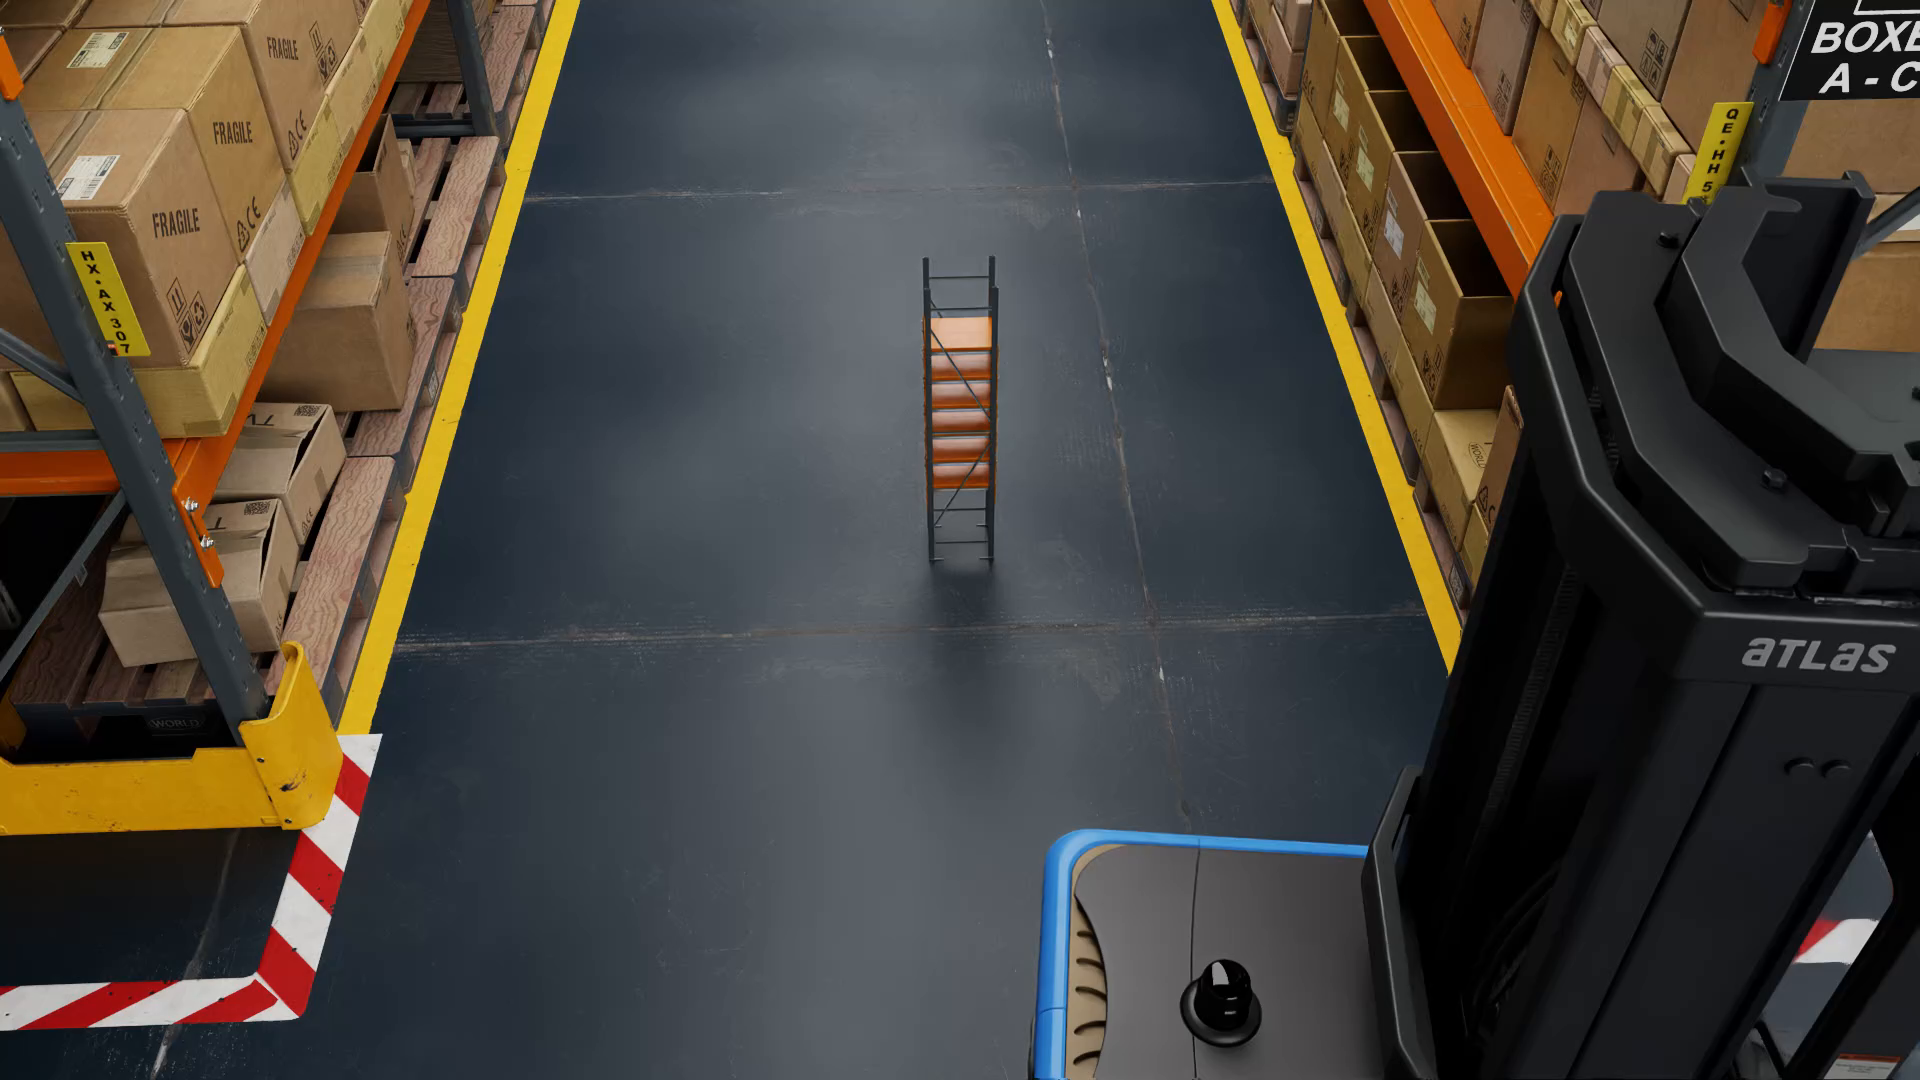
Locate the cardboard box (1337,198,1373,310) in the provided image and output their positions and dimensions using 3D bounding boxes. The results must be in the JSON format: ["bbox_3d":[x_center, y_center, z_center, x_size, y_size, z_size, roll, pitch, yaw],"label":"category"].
[{"bbox_3d":[1.926,-1.232,7.099,0.500,0.250,0.500,-2,43,-2],"label":"cardboard box"}]

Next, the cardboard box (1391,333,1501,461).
[{"bbox_3d":[1.972,-0.558,6.362,0.500,0.250,0.500,-2,43,-2],"label":"cardboard box"}]

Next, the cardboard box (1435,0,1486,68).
[{"bbox_3d":[2.248,-2.131,6.281,0.700,0.500,0.500,-1,43,-1],"label":"cardboard box"}]

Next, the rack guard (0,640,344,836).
[{"bbox_3d":[-2.606,0.627,5.196,1.175,0.500,0.348,-2,43,-2],"label":"rack guard"}]

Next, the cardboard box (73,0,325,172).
[{"bbox_3d":[-2.349,-1.486,5.192,0.500,0.500,0.500,-3,43,-3],"label":"cardboard box"}]

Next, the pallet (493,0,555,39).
[{"bbox_3d":[-2.862,-3.267,9.658,1.003,0.211,1.213,-2,43,-2],"label":"pallet"}]

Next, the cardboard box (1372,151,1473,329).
[{"bbox_3d":[1.949,-1.171,6.477,0.500,0.500,0.500,-2,43,-2],"label":"cardboard box"}]

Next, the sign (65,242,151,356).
[{"bbox_3d":[-2.060,-0.578,4.020,0.100,0.325,0.005,-2,43,-2],"label":"sign"}]

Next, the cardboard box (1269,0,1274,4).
[{"bbox_3d":[1.845,-3.053,8.670,0.500,0.311,0.500,-1,43,-1],"label":"cardboard box"}]

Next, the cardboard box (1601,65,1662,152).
[{"bbox_3d":[2.116,-1.266,4.857,0.380,0.149,0.250,-2,43,-2],"label":"cardboard box"}]

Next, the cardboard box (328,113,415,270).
[{"bbox_3d":[-2.688,-1.485,7.174,0.500,0.500,0.500,-5,43,-5],"label":"cardboard box"}]

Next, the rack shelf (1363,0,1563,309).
[{"bbox_3d":[2.262,-1.473,6.170,1.077,0.370,4.000,-2,43,-2],"label":"rack shelf"}]

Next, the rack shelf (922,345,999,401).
[{"bbox_3d":[0.001,-0.577,5.702,0.258,0.103,0.180,-2,43,-2],"label":"rack shelf"}]

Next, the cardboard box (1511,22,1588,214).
[{"bbox_3d":[2.297,-1.430,5.516,0.700,0.500,0.500,-1,43,-2],"label":"cardboard box"}]

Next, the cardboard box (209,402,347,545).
[{"bbox_3d":[-2.566,-0.269,5.988,0.500,0.311,0.500,2,43,2],"label":"cardboard box"}]

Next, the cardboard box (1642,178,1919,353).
[{"bbox_3d":[2.340,-0.740,4.764,0.700,0.500,0.500,-2,43,-2],"label":"cardboard box"}]

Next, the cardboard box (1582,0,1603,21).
[{"bbox_3d":[2.287,-1.950,5.123,0.700,0.500,0.500,-1,43,-2],"label":"cardboard box"}]

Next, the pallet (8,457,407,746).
[{"bbox_3d":[-2.605,0.184,5.893,1.003,0.211,1.213,-2,43,-2],"label":"pallet"}]

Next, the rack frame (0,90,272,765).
[{"bbox_3d":[-2.602,-0.243,4.296,1.000,3.000,0.127,-2,43,-2],"label":"rack frame"}]

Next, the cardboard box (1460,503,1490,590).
[{"bbox_3d":[2.029,0.117,5.626,0.500,0.250,0.500,-2,43,-2],"label":"cardboard box"}]

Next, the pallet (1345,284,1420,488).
[{"bbox_3d":[2.223,-0.697,6.854,1.003,0.211,1.213,-2,43,-2],"label":"pallet"}]

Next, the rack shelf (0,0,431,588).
[{"bbox_3d":[-2.687,-1.328,6.012,1.077,0.370,4.000,-2,43,-2],"label":"rack shelf"}]

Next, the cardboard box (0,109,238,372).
[{"bbox_3d":[-2.322,-0.803,4.447,0.500,0.500,0.500,-2,43,-2],"label":"cardboard box"}]

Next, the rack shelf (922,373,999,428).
[{"bbox_3d":[0.001,-0.488,5.783,0.258,0.103,0.180,-2,43,-2],"label":"rack shelf"}]

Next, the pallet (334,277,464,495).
[{"bbox_3d":[-2.654,-0.638,6.790,1.003,0.211,1.213,-2,43,-2],"label":"pallet"}]

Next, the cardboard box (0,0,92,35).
[{"bbox_3d":[-2.873,-1.473,5.178,0.500,0.500,0.500,-3,43,-3],"label":"cardboard box"}]

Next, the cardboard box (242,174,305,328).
[{"bbox_3d":[-2.342,-0.884,5.091,0.500,0.250,0.500,-3,43,-3],"label":"cardboard box"}]

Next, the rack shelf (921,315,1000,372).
[{"bbox_3d":[0.001,-0.665,5.621,0.258,0.103,0.180,-2,43,-2],"label":"rack shelf"}]

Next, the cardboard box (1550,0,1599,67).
[{"bbox_3d":[2.096,-1.613,5.236,0.380,0.149,0.250,0,43,0],"label":"cardboard box"}]

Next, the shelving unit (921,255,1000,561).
[{"bbox_3d":[0.001,-0.433,5.834,0.258,1.200,0.189,-2,43,-2],"label":"shelving unit"}]

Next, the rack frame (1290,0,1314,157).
[{"bbox_3d":[2.177,-3.088,7.400,1.000,3.000,0.127,-2,43,-2],"label":"rack frame"}]

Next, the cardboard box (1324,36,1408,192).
[{"bbox_3d":[1.913,-1.847,7.214,0.500,0.500,0.500,-2,43,-2],"label":"cardboard box"}]

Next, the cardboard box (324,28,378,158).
[{"bbox_3d":[-2.377,-1.570,5.839,0.500,0.250,0.500,-1,43,-1],"label":"cardboard box"}]

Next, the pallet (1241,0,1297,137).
[{"bbox_3d":[2.106,-2.557,8.883,1.003,0.211,1.213,-2,43,-2],"label":"pallet"}]

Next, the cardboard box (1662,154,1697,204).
[{"bbox_3d":[2.140,-0.917,4.476,0.380,0.149,0.250,-2,43,-3],"label":"cardboard box"}]

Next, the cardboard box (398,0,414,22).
[{"bbox_3d":[-2.437,-2.248,6.579,0.500,0.250,0.500,-1,43,-2],"label":"cardboard box"}]

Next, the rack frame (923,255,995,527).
[{"bbox_3d":[-0.003,-0.494,5.901,0.240,1.200,0.006,-2,43,-2],"label":"rack frame"}]

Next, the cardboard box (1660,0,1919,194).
[{"bbox_3d":[2.337,-1.254,4.365,0.700,0.500,0.500,-1,43,-2],"label":"cardboard box"}]

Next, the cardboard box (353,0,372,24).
[{"bbox_3d":[-2.406,-2.185,5.955,0.500,0.500,0.500,-3,43,-3],"label":"cardboard box"}]

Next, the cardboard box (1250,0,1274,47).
[{"bbox_3d":[1.850,-2.843,8.856,0.500,0.250,0.500,-2,43,-2],"label":"cardboard box"}]

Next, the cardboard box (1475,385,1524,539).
[{"bbox_3d":[2.026,-0.159,5.373,0.500,0.500,0.500,-2,43,-2],"label":"cardboard box"}]

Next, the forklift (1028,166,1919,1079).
[{"bbox_3d":[1.666,0.791,3.218,3.031,2.935,1.130,3,43,3],"label":"forklift"}]

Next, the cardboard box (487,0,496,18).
[{"bbox_3d":[-2.892,-3.028,8.858,0.700,0.500,0.500,-2,43,-3],"label":"cardboard box"}]

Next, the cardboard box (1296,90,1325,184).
[{"bbox_3d":[1.893,-1.908,7.836,0.500,0.250,0.500,-2,43,-2],"label":"cardboard box"}]
